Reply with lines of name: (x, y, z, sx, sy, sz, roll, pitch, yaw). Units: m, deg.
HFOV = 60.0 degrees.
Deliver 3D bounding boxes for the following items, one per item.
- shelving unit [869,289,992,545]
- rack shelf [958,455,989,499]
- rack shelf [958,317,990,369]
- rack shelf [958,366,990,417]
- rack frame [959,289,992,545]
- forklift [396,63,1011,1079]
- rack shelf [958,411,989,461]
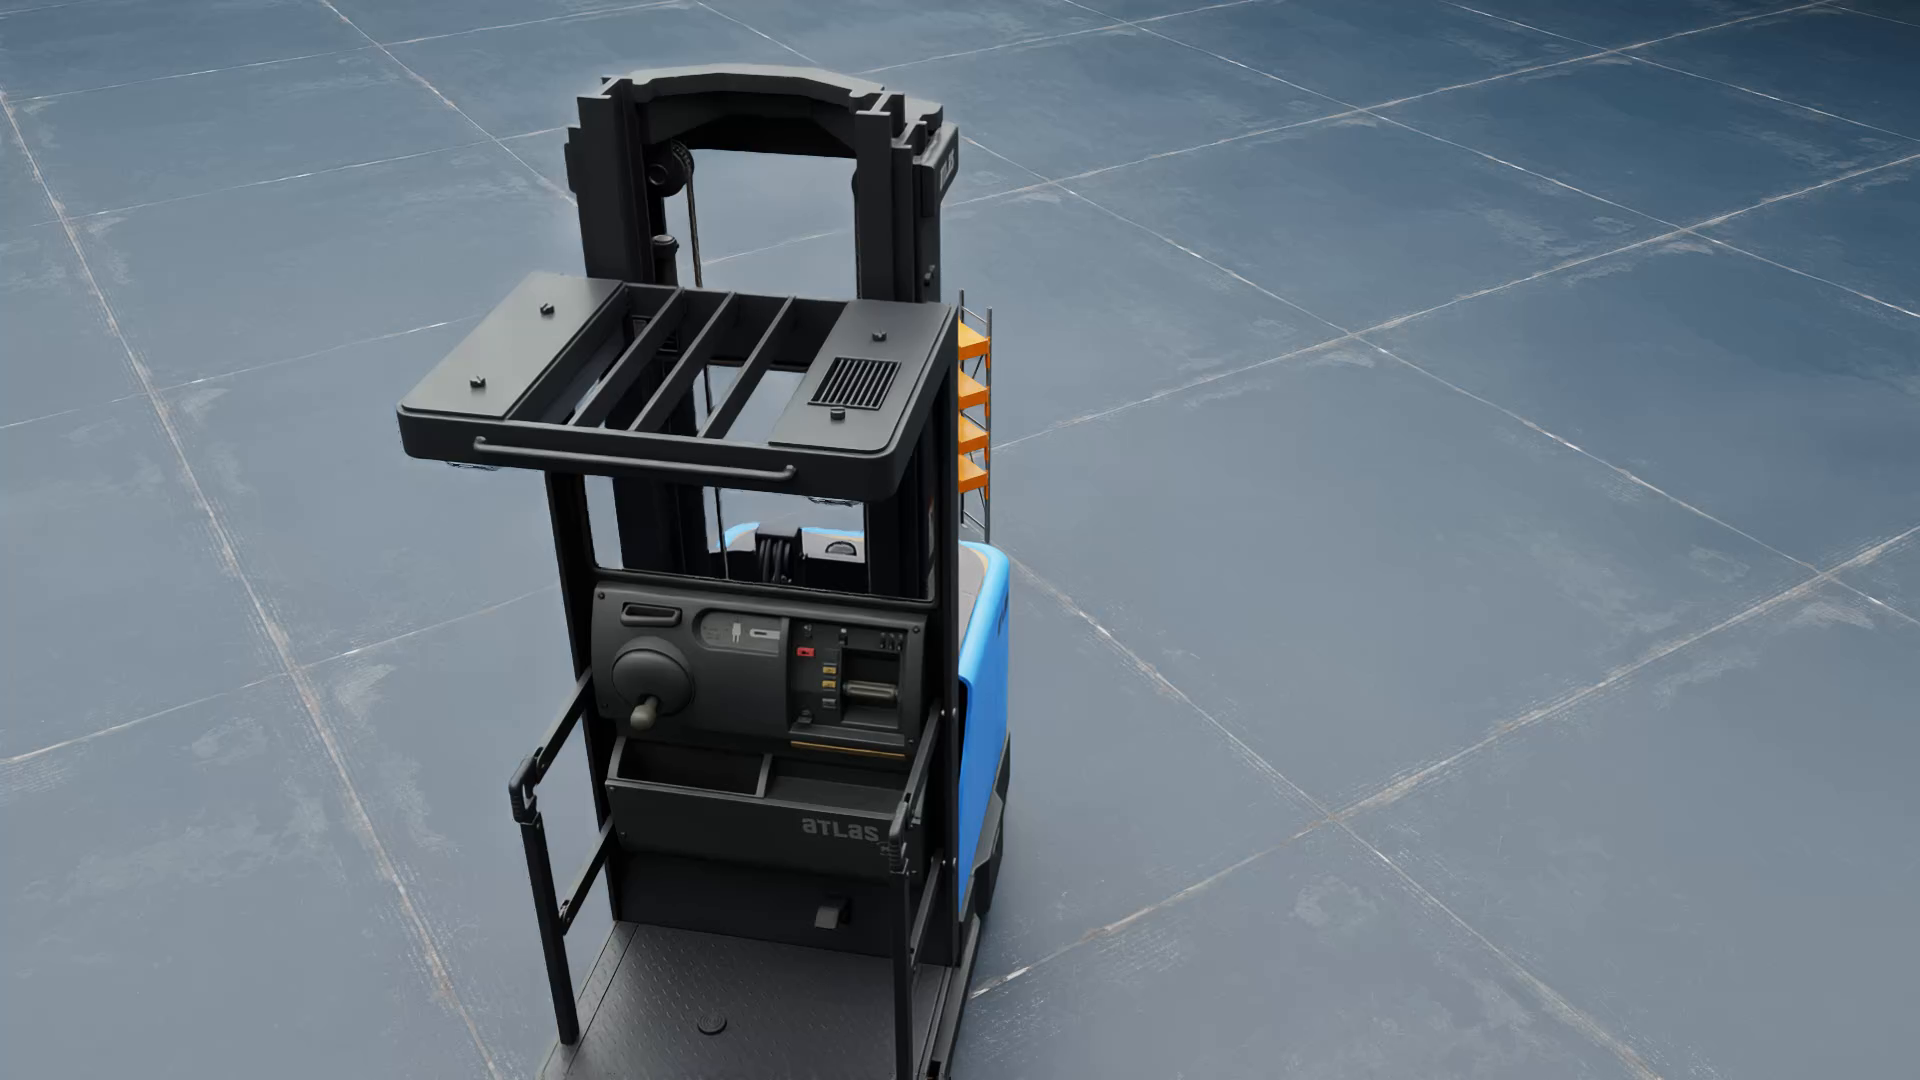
shelving unit: (-0.139, -0.460, 7.354, 0.503, 1.200, 0.258, -19, 37, -27)
rack shelf: (-0.139, -0.235, 7.496, 0.480, 0.148, 0.258, -19, 37, -27)
rack shelf: (-0.139, -0.792, 7.144, 0.480, 0.148, 0.258, -19, 37, -27)
rack shelf: (-0.139, -0.592, 7.271, 0.480, 0.148, 0.258, -19, 37, -27)
rack frame: (0.066, -0.530, 7.466, 0.015, 1.200, 0.240, -19, 37, -27)
forklift: (-0.591, 0.410, 4.354, 1.130, 2.935, 3.031, 6, 33, 9)
rack shelf: (-0.139, -0.403, 7.390, 0.480, 0.148, 0.258, -19, 37, -27)
